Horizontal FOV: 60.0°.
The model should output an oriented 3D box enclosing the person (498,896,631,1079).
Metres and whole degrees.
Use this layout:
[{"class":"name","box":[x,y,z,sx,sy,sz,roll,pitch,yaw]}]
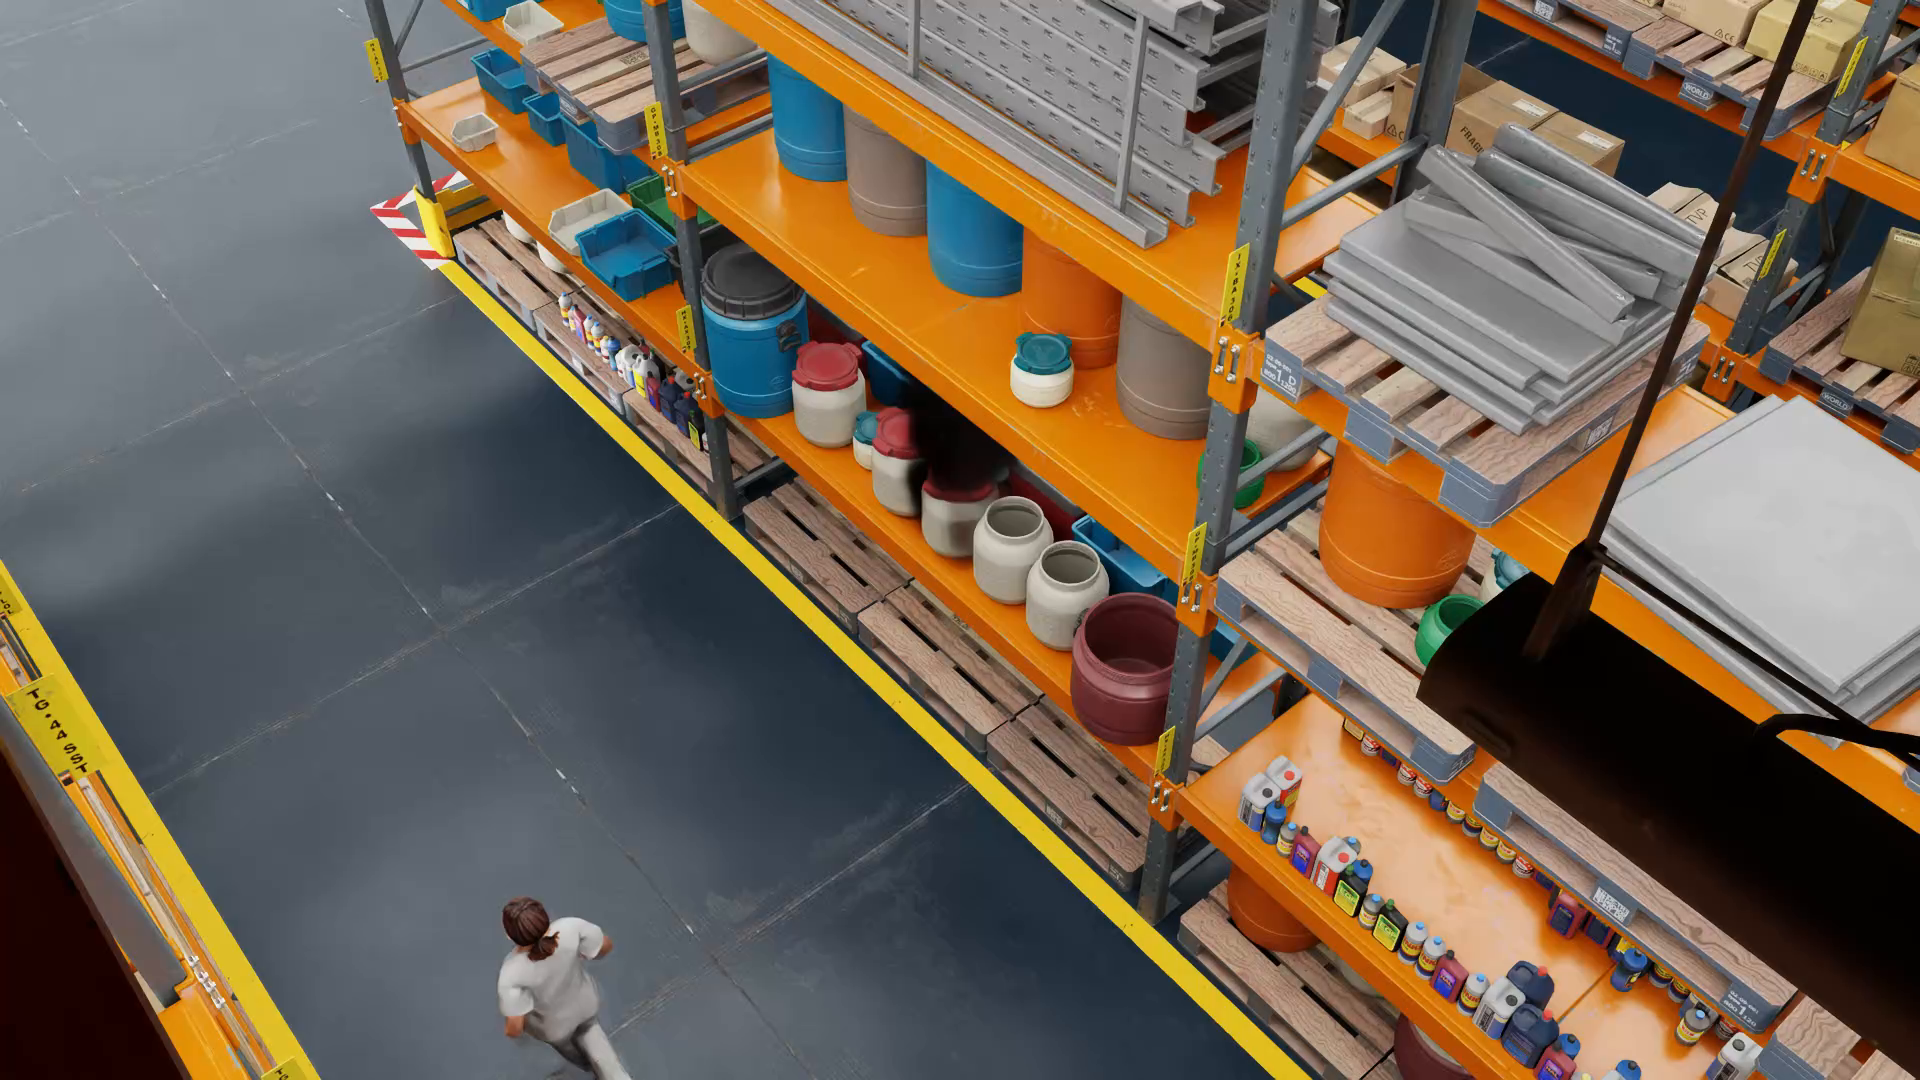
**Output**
[{"class":"person","box":[-1.782,2.110,7.460,0.713,1.659,0.589,35,56,29]}]
